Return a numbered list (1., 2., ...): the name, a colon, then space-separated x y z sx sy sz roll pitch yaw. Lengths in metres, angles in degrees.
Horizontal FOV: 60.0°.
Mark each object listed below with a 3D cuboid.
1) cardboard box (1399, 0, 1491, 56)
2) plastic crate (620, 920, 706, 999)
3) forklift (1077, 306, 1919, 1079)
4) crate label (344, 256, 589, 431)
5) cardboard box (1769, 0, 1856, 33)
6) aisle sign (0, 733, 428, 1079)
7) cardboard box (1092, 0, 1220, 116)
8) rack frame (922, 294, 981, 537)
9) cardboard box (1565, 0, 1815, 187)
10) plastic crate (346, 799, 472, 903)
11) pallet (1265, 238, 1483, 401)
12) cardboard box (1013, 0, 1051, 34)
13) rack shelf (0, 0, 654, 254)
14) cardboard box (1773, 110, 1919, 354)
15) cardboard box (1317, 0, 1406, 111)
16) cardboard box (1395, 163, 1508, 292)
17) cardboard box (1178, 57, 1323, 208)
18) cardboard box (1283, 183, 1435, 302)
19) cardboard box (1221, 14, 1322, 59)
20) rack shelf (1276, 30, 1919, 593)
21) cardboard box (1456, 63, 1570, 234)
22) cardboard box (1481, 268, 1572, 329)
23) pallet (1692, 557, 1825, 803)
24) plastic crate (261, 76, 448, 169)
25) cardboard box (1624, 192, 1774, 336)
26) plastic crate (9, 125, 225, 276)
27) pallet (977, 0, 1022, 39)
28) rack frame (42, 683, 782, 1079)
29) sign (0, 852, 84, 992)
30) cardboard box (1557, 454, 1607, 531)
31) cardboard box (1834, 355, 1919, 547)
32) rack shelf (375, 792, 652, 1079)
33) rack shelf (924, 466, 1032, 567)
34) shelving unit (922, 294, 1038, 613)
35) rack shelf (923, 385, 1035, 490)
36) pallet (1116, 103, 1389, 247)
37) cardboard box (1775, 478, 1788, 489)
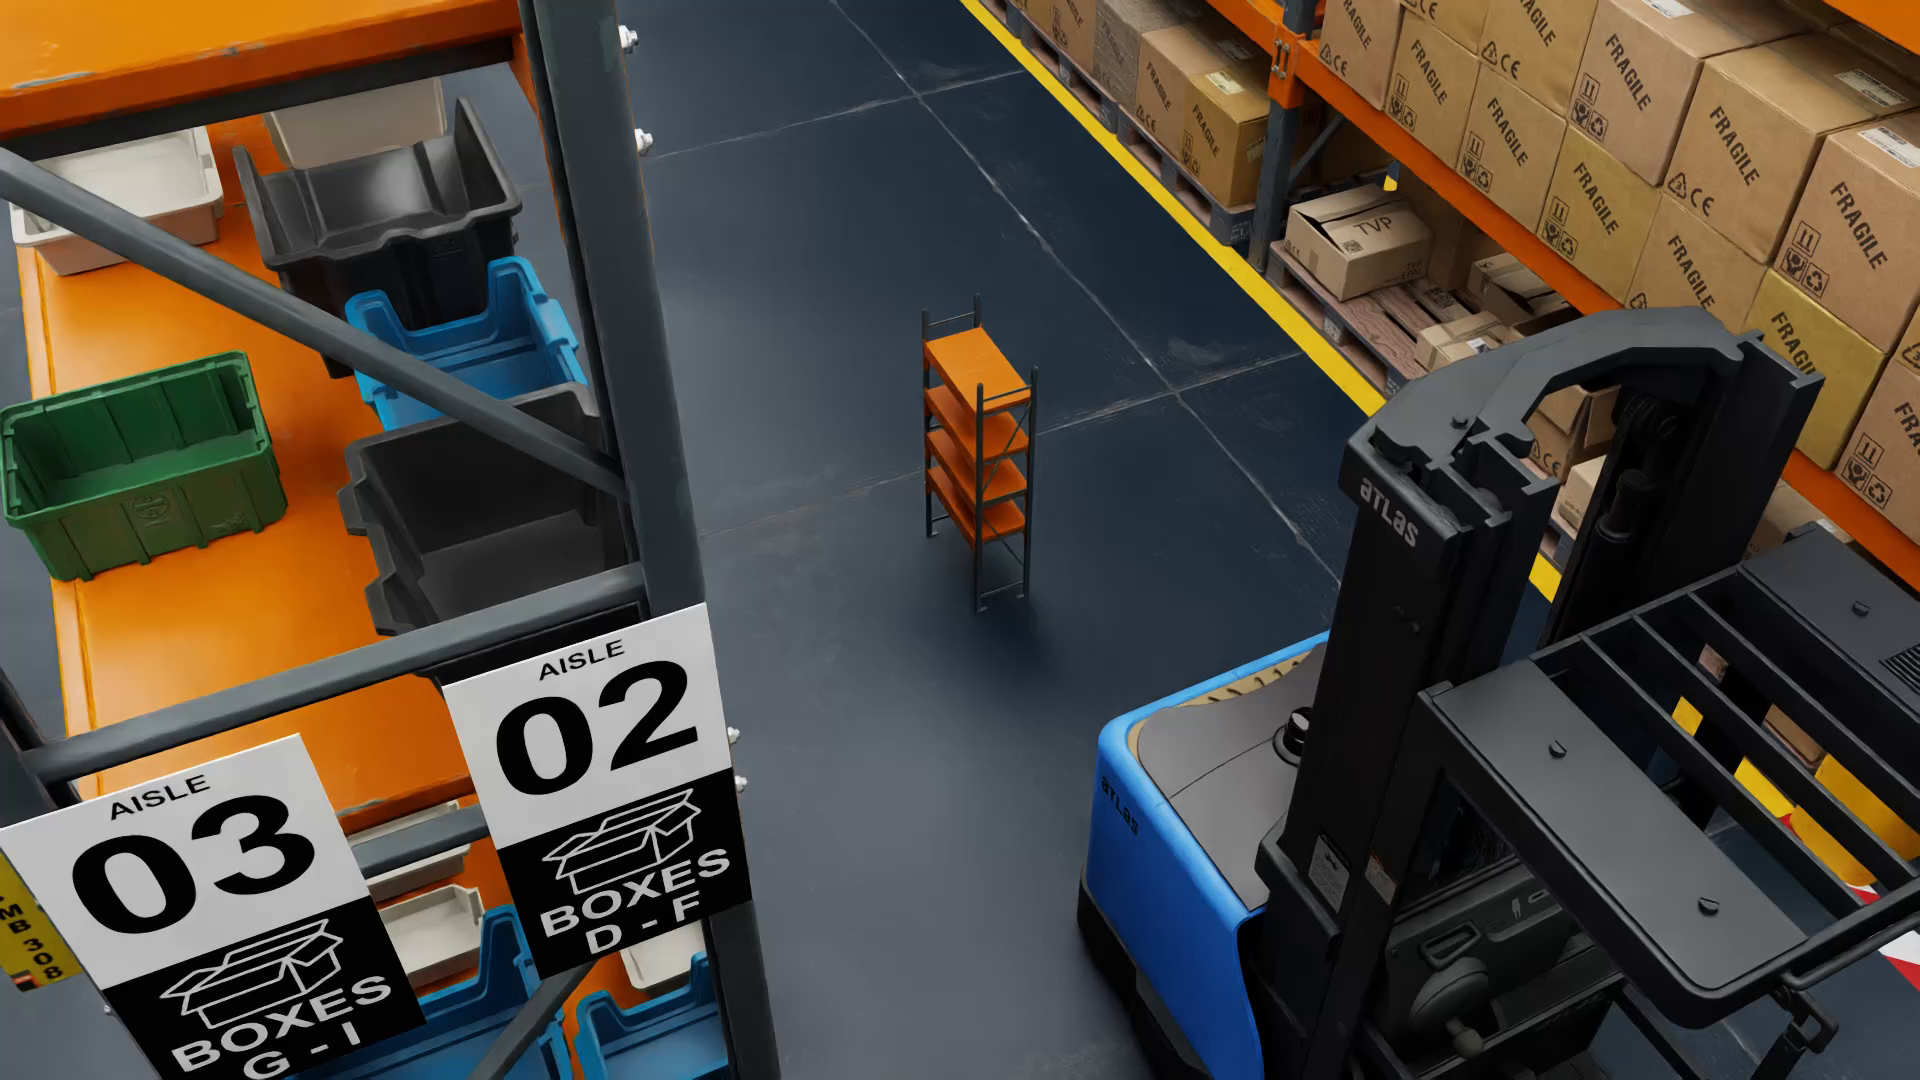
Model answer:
1. cardboard box: 2.117 -2.290 6.521 0.500 0.500 0.500 -19 48 -19
2. plastic crate: -0.722 0.988 4.127 0.250 0.136 0.298 -18 47 -17
3. forklift: 1.520 1.050 3.968 1.130 2.935 3.031 -20 48 -19
4. crate label: -0.952 -0.299 3.256 0.408 0.251 0.502 -18 47 -17
5. cardboard box: 3.045 -1.788 6.012 0.500 0.500 0.500 -18 48 -18
6. aisle sign: -1.092 0.606 2.518 0.394 0.787 0.004 -18 47 -17
7. cardboard box: 1.079 -2.744 9.231 0.500 0.500 0.500 -17 47 -17
8. rack frame: -0.033 -0.477 6.748 0.240 1.200 0.015 -18 47 -17
9. cardboard box: 2.551 -1.633 5.855 0.500 0.500 0.500 -17 47 -16
10. plastic crate: -1.473 0.817 4.301 0.396 0.136 0.243 -18 47 -17
11. pallet: 2.245 -1.180 8.164 1.003 0.211 1.213 -18 47 -17
12. cardboard box: 0.639 -3.399 9.894 0.500 0.500 0.500 -19 48 -18
13. rack shelf: -1.698 -1.612 3.143 1.077 0.370 4.000 -18 47 -17
14. cardboard box: 2.989 -0.977 5.190 0.500 0.500 0.500 -17 47 -16
15. cardboard box: 1.924 -2.241 7.183 0.500 0.500 0.500 -17 47 -16
16. cardboard box: 2.454 -1.598 8.069 0.500 0.500 0.500 -18 47 -17
17. cardboard box: 1.490 -2.107 8.585 0.500 0.500 0.500 -18 47 -18
18. cardboard box: 1.937 -1.478 8.083 0.500 0.311 0.500 -18 47 -17
19. cardboard box: 1.740 -2.594 9.078 0.500 0.500 0.500 -17 47 -17
20. rack shelf: 2.798 -1.080 6.590 1.077 0.370 4.000 -18 47 -17
21. cardboard box: 2.351 -1.596 6.529 0.500 0.500 0.500 -18 47 -18
22. cardboard box: 2.769 -1.052 7.651 0.500 0.311 0.500 -18 47 -17
23. pallet: 3.271 0.375 6.588 1.003 0.211 1.213 -18 47 -17
24. plastic crate: -1.509 -1.130 4.077 0.437 0.282 0.530 -18 47 -17
25. cardboard box: 2.778 -0.951 5.876 0.500 0.500 0.500 -18 47 -17
26. plastic crate: -1.951 -0.818 3.864 0.437 0.136 0.530 -18 47 -17
27. pallet: 0.555 -3.680 10.698 1.003 0.211 1.213 -18 47 -17
28. rack frame: -0.857 1.399 3.565 1.000 3.000 0.127 -18 47 -17
29. sign: -1.349 0.542 2.373 0.100 0.325 0.005 -18 47 -17
30. cardboard box: 2.815 -0.127 6.756 0.500 0.250 0.500 -18 47 -17
31. cardboard box: 3.204 -0.302 5.218 0.500 0.500 0.500 -17 47 -16
32. rack shelf: -1.698 0.381 5.109 1.077 0.370 4.000 -18 47 -17
33. rack shelf: 0.070 -0.132 6.777 0.258 0.148 0.480 -18 47 -17
34. shelving unit: 0.070 -0.322 6.591 0.258 1.200 0.503 -18 47 -17
35. rack shelf: 0.070 -0.433 6.481 0.258 0.148 0.480 -18 47 -17
36. pallet: 1.581 -2.125 9.122 1.003 0.211 1.213 -18 47 -17
37. cardboard box: 3.247 -0.307 6.938 0.500 0.250 0.500 -18 47 -17
